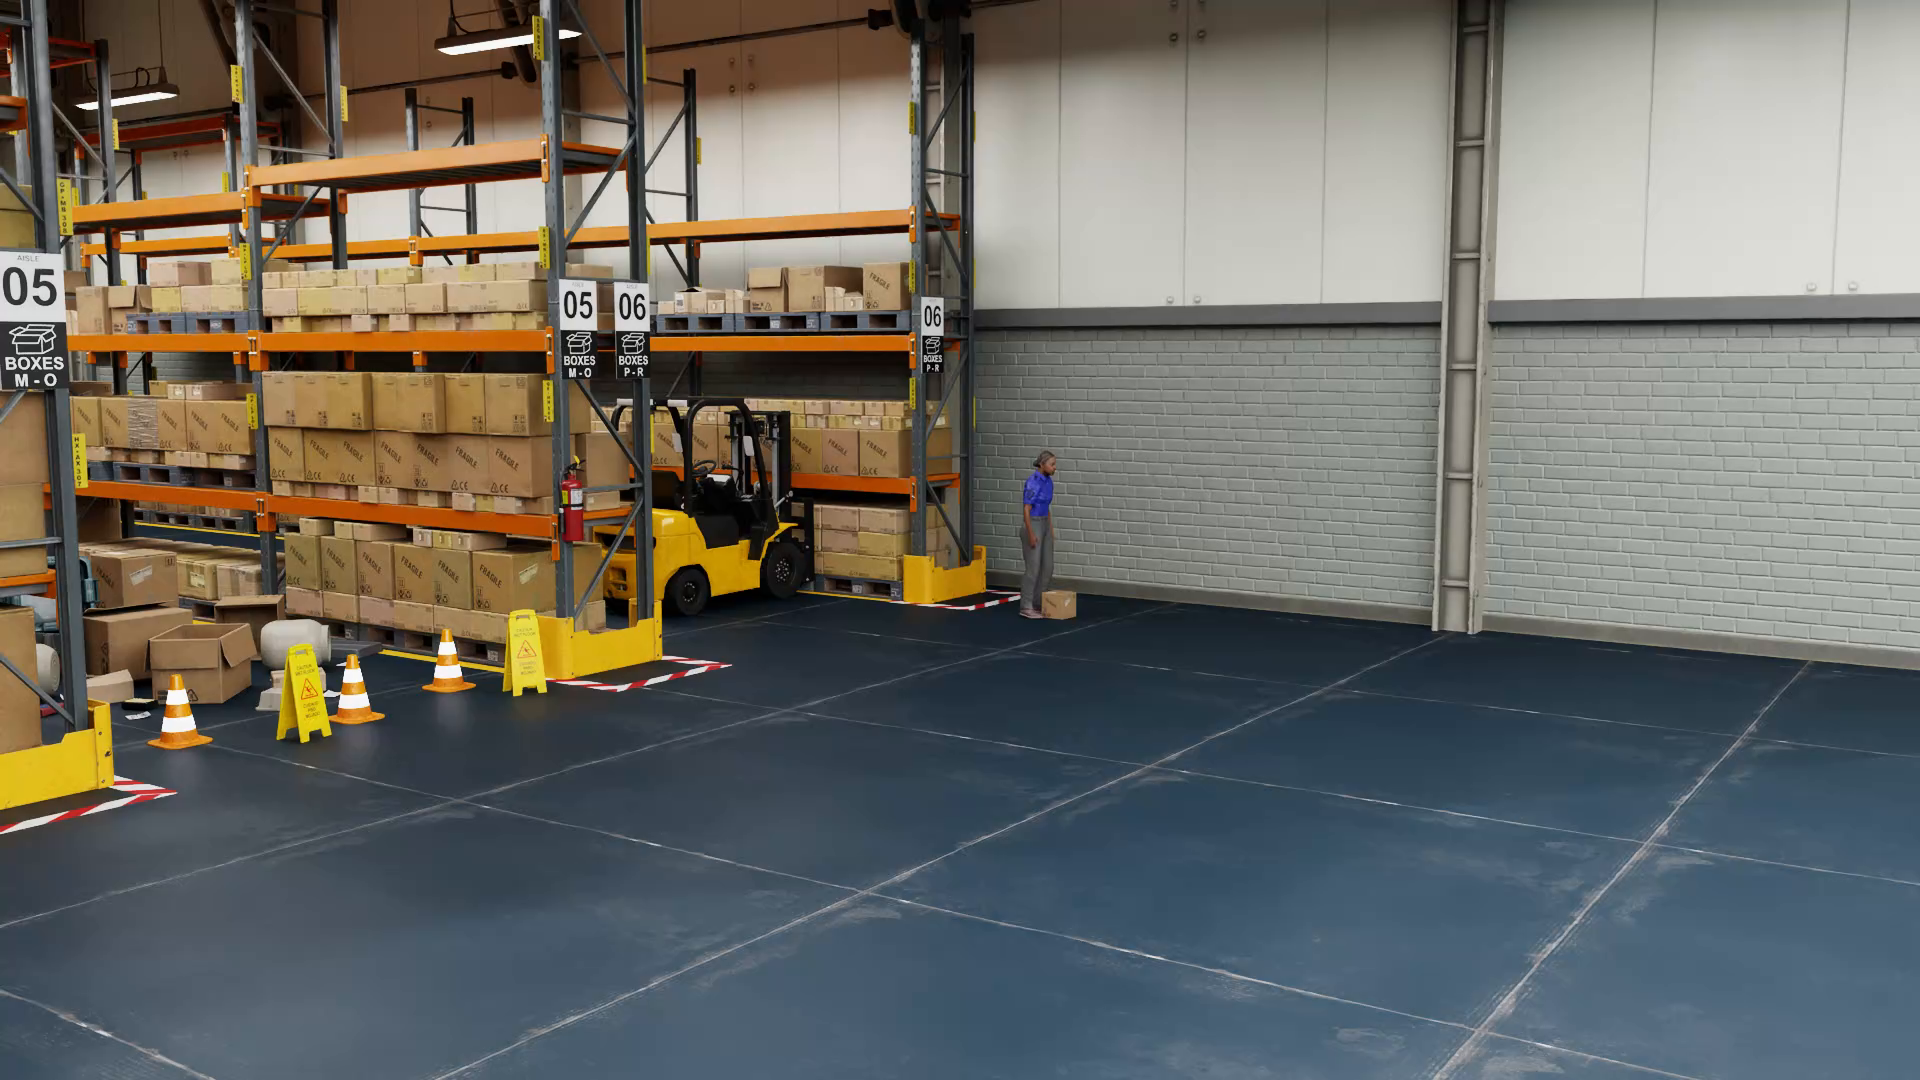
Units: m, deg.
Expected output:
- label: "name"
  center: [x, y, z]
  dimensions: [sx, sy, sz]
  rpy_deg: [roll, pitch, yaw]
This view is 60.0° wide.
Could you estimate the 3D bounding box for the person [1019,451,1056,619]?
- label: "person"
  center: [0.789, -0.066, 16.616]
  dimensions: [0.346, 1.655, 0.532]
  rpy_deg: [4, 7, 30]
